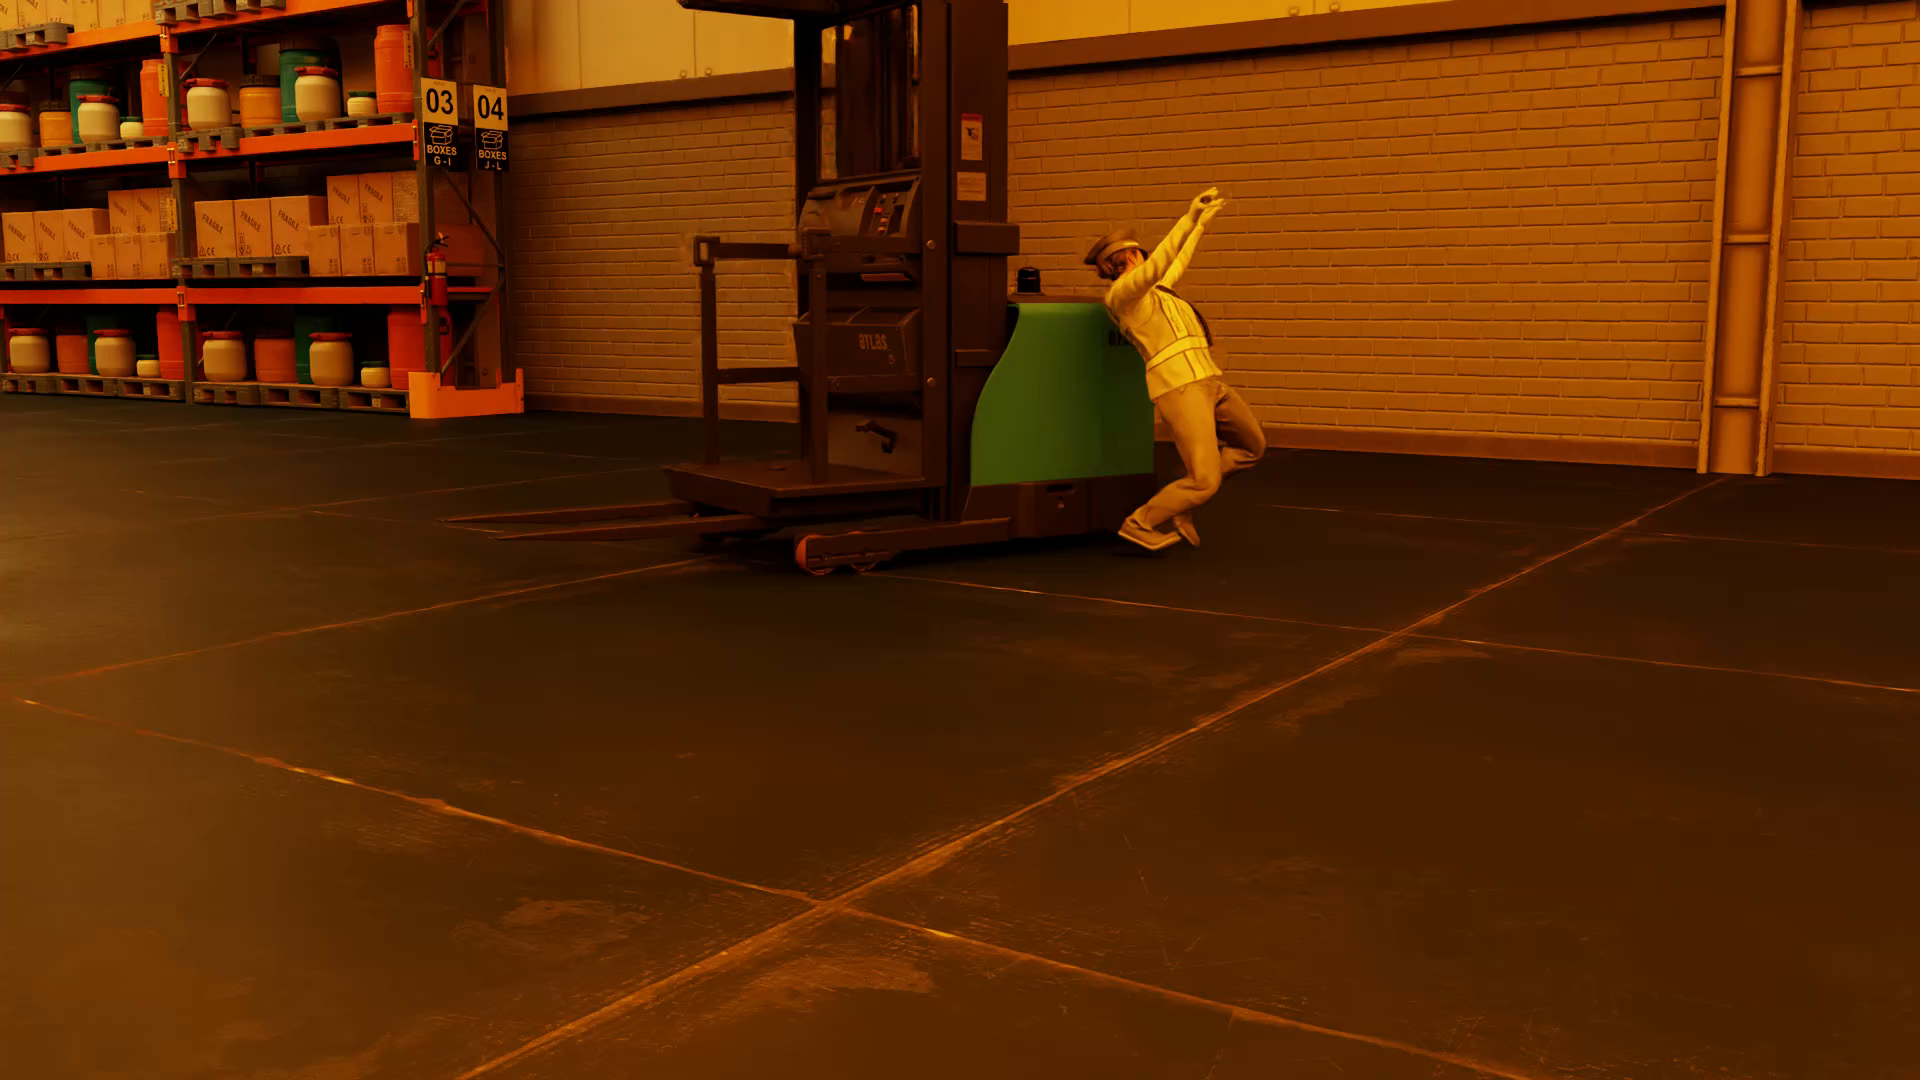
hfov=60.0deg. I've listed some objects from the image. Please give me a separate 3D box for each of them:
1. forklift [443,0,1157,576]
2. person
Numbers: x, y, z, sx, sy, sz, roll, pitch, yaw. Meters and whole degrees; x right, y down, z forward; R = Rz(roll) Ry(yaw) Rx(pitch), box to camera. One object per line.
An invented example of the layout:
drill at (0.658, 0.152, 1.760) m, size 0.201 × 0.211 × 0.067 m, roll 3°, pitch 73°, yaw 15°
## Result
forklift at (-0.611, -1.394, 6.992) m, size 3.031 × 2.935 × 1.130 m, roll -5°, pitch 10°, yaw -33°
person at (0.901, -0.707, 7.147) m, size 0.760 × 1.536 × 0.880 m, roll 4°, pitch 9°, yaw 23°
